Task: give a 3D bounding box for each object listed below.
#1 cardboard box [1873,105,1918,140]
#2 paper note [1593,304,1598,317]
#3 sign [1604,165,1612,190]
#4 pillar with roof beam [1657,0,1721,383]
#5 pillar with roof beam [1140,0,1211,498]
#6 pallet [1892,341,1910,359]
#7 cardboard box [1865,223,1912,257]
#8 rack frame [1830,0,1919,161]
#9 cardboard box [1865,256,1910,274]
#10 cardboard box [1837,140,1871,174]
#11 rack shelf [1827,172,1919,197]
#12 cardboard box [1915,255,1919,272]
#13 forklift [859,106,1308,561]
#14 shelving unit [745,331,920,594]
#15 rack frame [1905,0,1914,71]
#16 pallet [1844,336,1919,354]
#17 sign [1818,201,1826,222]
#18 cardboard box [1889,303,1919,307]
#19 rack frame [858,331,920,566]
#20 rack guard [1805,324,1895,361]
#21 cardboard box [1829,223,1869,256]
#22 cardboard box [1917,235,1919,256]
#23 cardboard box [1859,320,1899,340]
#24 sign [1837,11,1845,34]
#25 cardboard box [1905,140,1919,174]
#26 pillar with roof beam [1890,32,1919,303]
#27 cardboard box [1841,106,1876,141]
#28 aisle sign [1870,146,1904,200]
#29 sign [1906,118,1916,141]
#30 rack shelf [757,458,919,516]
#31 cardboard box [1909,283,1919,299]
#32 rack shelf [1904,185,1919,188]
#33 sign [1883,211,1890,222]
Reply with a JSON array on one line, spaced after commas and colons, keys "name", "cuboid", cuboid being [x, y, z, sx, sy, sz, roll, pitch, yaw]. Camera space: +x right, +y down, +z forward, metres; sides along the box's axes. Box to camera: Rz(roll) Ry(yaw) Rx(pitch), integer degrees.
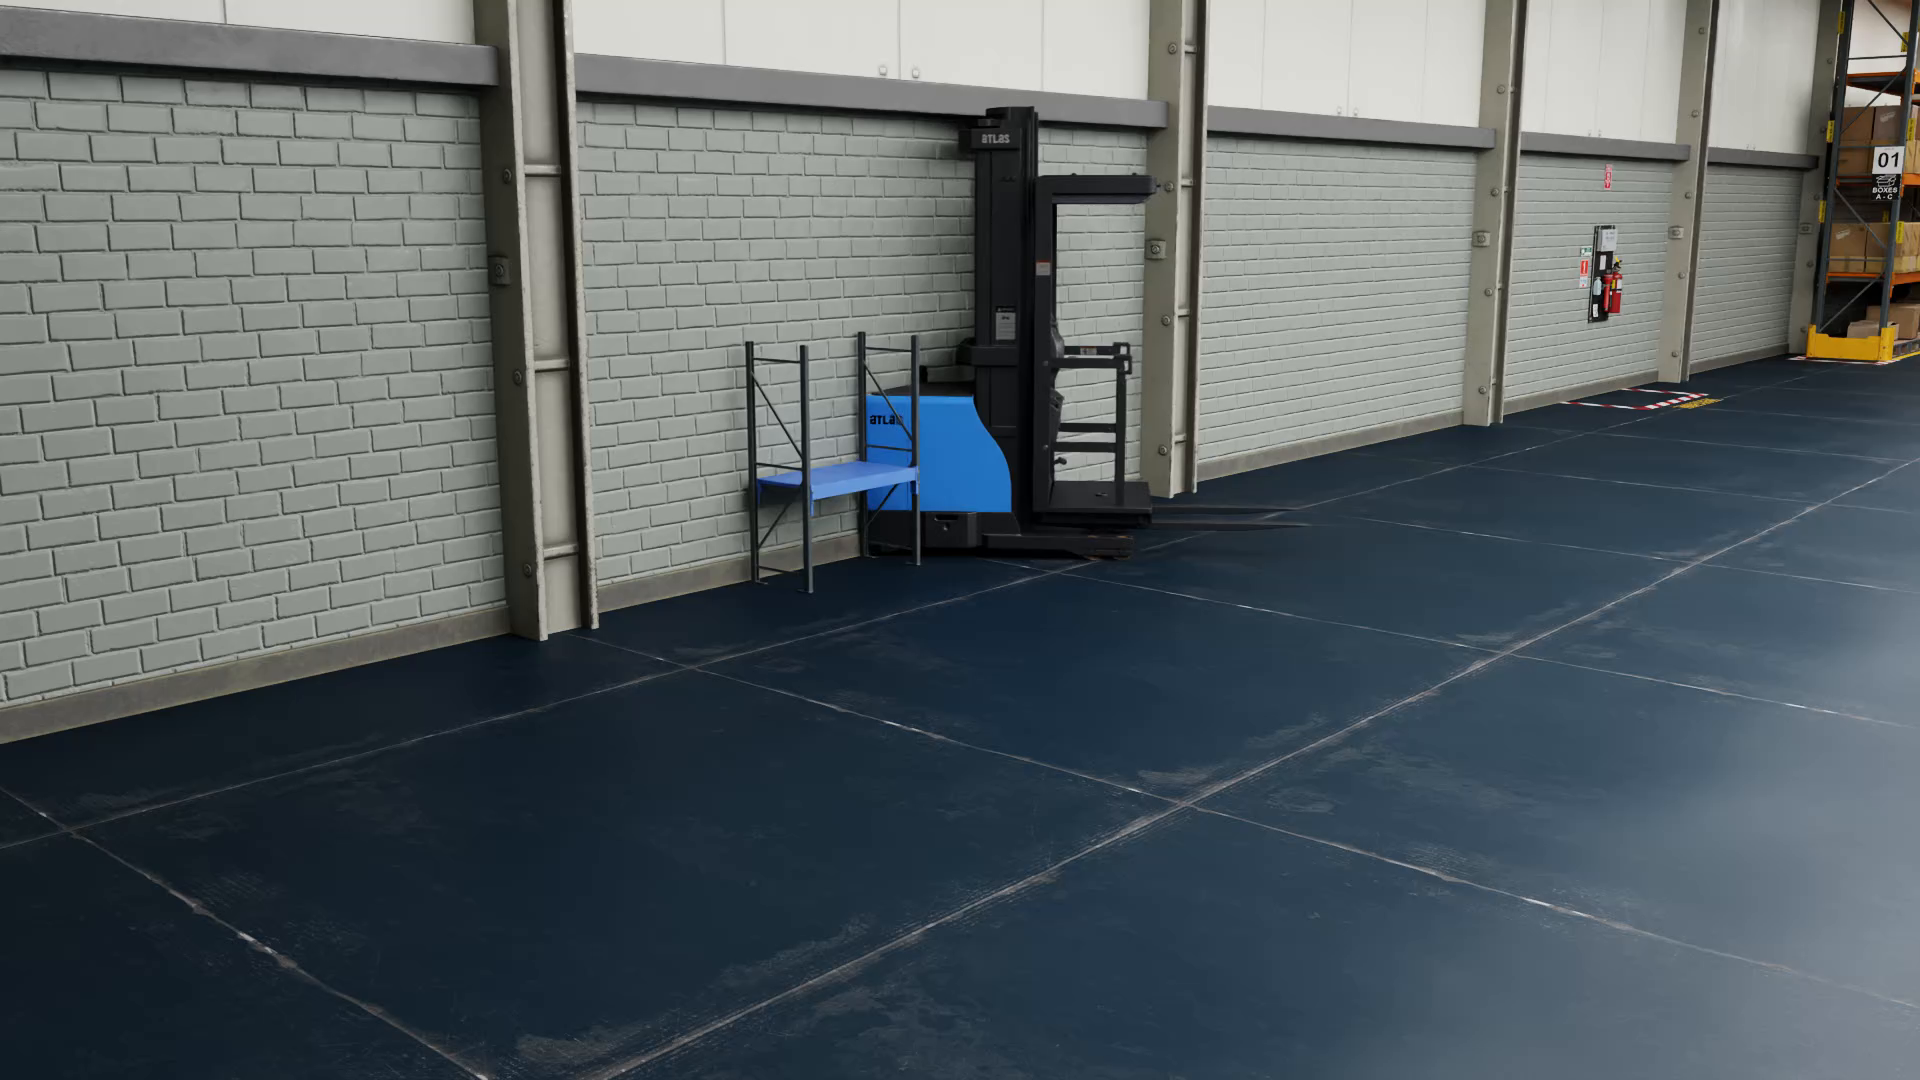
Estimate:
[{"name": "cardboard box", "cuboid": [14.212, -6.336, 25.259, 0.500, 0.500, 0.500, 8, 14, 36]}, {"name": "paper note", "cuboid": [7.798, -2.815, 20.396, 0.016, 0.148, 0.142, 10, 15, 40]}, {"name": "sign", "cuboid": [7.887, -4.413, 20.227, 0.001, 0.298, 0.199, 10, 15, 40]}, {"name": "pillar with roof beam", "cuboid": [12.861, -6.008, 18.817, 9.100, 9.000, 0.400, 10, 15, 40]}, {"name": "pillar with roof beam", "cuboid": [4.940, -4.243, 9.978, 9.100, 9.000, 0.400, 10, 15, 40]}, {"name": "pallet", "cuboid": [14.388, -3.050, 26.440, 1.003, 0.211, 1.213, 10, 15, 40]}, {"name": "cardboard box", "cuboid": [14.316, -4.626, 25.632, 0.500, 0.500, 0.500, 10, 15, 40]}, {"name": "rack frame", "cuboid": [13.775, -7.233, 24.948, 1.000, 3.000, 0.127, 10, 15, 40]}, {"name": "cardboard box", "cuboid": [14.336, -4.258, 25.702, 0.500, 0.250, 0.500, 9, 15, 39]}, {"name": "cardboard box", "cuboid": [13.861, -5.915, 25.701, 0.500, 0.500, 0.500, -11, 16, -43]}, {"name": "rack shelf", "cuboid": [15.096, -5.703, 26.786, 1.077, 0.370, 4.000, 10, 15, 40]}, {"name": "cardboard box", "cuboid": [15.009, -4.410, 26.466, 0.500, 0.250, 0.500, 9, 15, 39]}, {"name": "forklift", "cuboid": [0.835, -1.408, 11.278, 3.031, 2.935, 1.130, 1, 11, 5]}, {"name": "shelving unit", "cuboid": [-0.782, -0.520, 10.485, 0.538, 1.500, 1.048, 9, 14, 38]}, {"name": "rack frame", "cuboid": [16.416, -7.821, 27.895, 1.000, 3.000, 0.127, 10, 15, 40]}, {"name": "pallet", "cuboid": [15.194, -3.228, 27.335, 1.003, 0.211, 1.213, 10, 15, 40]}, {"name": "sign", "cuboid": [13.372, -5.088, 25.765, 0.100, 0.325, 0.005, 10, 15, 40]}, {"name": "cardboard box", "cuboid": [15.761, -3.711, 27.894, 0.500, 0.500, 0.500, 8, 14, 36]}, {"name": "rack frame", "cuboid": [-0.465, -0.598, 10.874, 0.500, 1.500, 0.032, 9, 14, 38]}, {"name": "rack guard", "cuboid": [13.826, -3.076, 25.837, 1.175, 0.500, 0.348, 10, 15, 40]}, {"name": "cardboard box", "cuboid": [13.927, -4.692, 25.960, 0.500, 0.500, 0.500, 10, 15, 40]}, {"name": "cardboard box", "cuboid": [14.996, -4.773, 26.366, 0.500, 0.500, 0.500, 9, 14, 39]}, {"name": "cardboard box", "cuboid": [14.676, -3.362, 26.627, 0.500, 0.311, 0.500, -11, 15, -43]}, {"name": "sign", "cuboid": [13.372, -7.843, 25.215, 0.100, 0.325, 0.005, 10, 15, 40]}, {"name": "cardboard box", "cuboid": [14.565, -5.912, 25.687, 0.500, 0.500, 0.500, -11, 16, -44]}, {"name": "pillar with roof beam", "cuboid": [20.782, -7.774, 27.657, 9.100, 9.000, 0.400, 10, 15, 40]}, {"name": "cardboard box", "cuboid": [13.864, -6.408, 25.619, 0.500, 0.500, 0.500, 11, 15, 43]}, {"name": "aisle sign", "cuboid": [13.953, -5.516, 25.034, 0.394, 0.787, 0.004, 10, 15, 40]}, {"name": "sign", "cuboid": [14.183, -6.120, 24.805, 0.100, 0.325, 0.005, 10, 15, 40]}, {"name": "rack shelf", "cuboid": [-0.782, -0.344, 10.520, 0.538, 0.185, 1.000, 9, 14, 38]}, {"name": "cardboard box", "cuboid": [17.177, -4.413, 29.490, 0.500, 0.250, 0.500, 9, 15, 39]}, {"name": "rack shelf", "cuboid": [17.736, -6.292, 29.732, 1.077, 0.370, 4.000, 10, 15, 40]}, {"name": "sign", "cuboid": [15.997, -5.518, 28.725, 0.100, 0.325, 0.005, 10, 15, 40]}]
